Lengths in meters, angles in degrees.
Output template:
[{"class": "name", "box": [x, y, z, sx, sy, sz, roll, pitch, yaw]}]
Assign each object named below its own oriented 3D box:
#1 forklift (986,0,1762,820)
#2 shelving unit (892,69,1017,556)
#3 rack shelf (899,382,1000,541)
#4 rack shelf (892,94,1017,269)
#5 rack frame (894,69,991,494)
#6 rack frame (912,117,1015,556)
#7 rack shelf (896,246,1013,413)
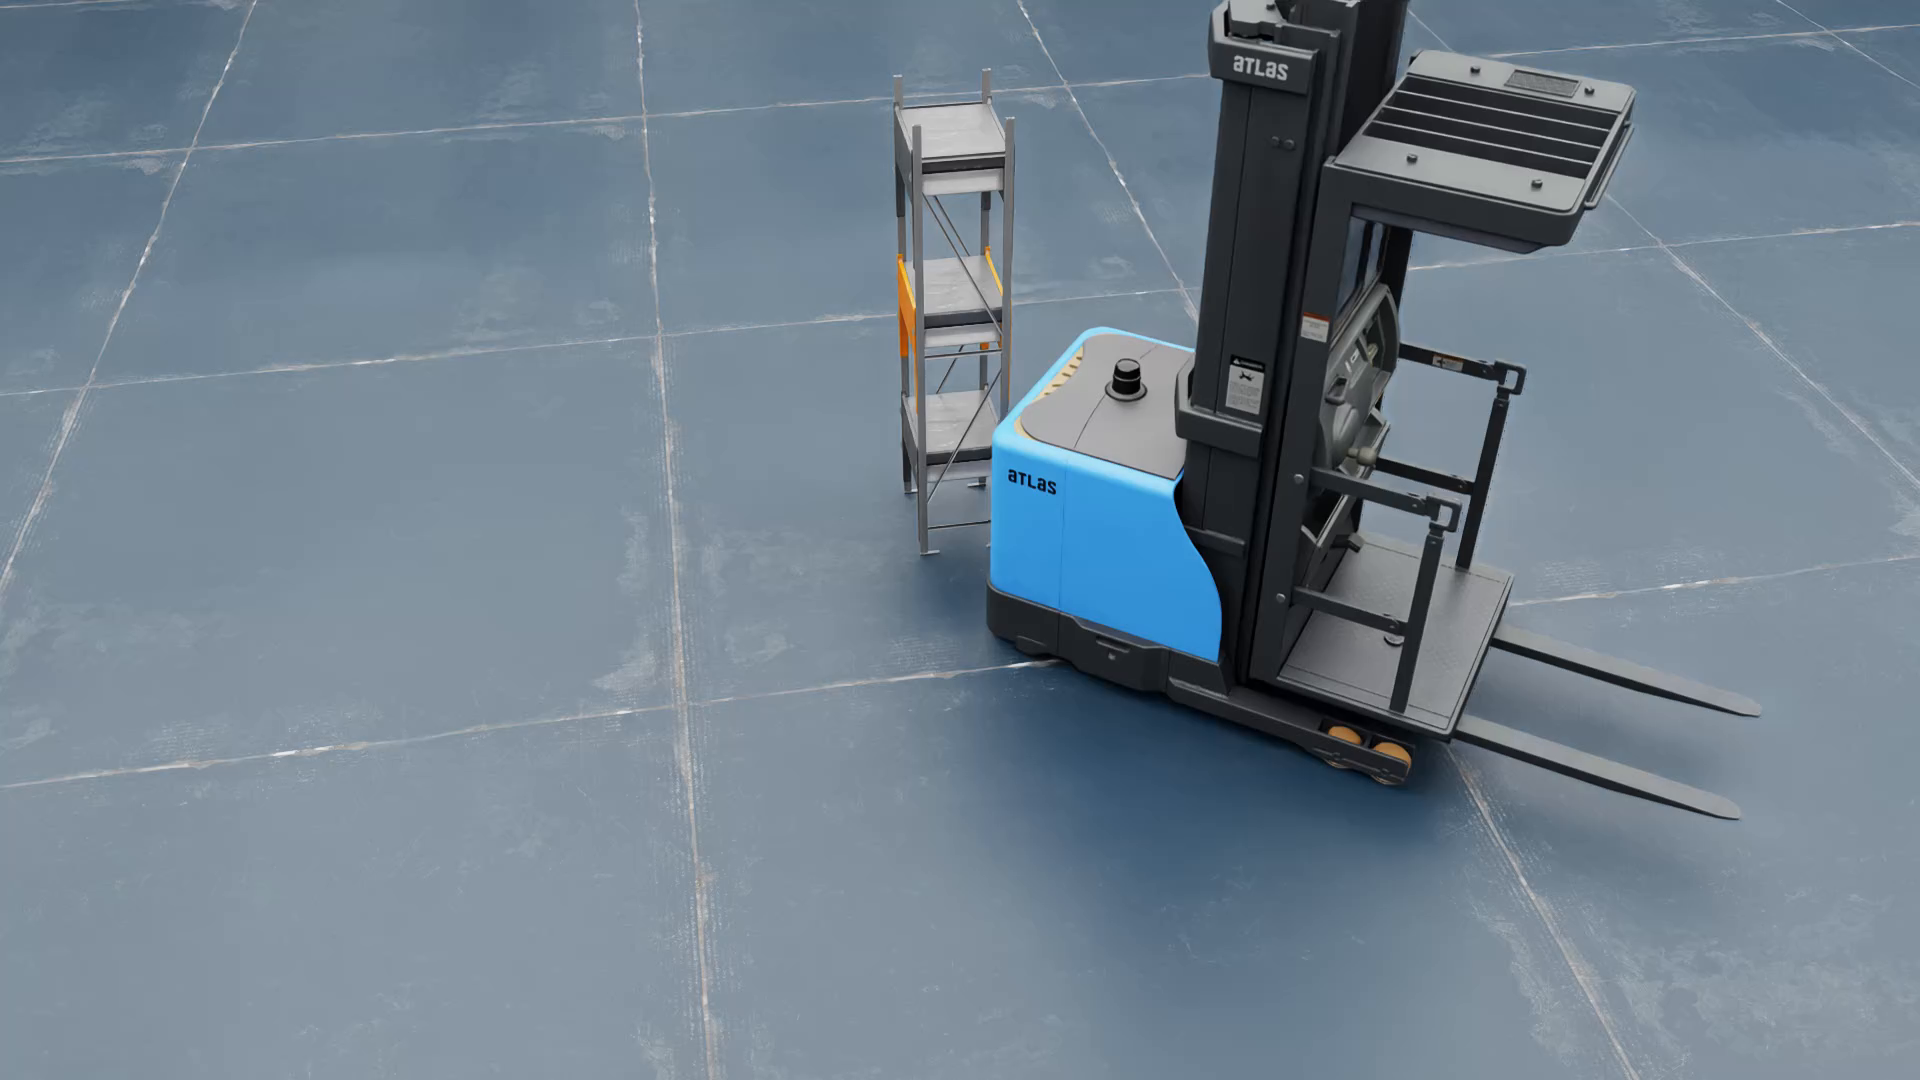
[{"class": "forklift", "box": [1.660, -0.573, 6.098, 3.031, 2.935, 1.130, 18, 41, 21]}, {"class": "shelving unit", "box": [-0.029, -0.929, 7.235, 0.431, 2.100, 0.503, -6, 38, -8]}, {"class": "rack shelf", "box": [-0.029, -0.366, 7.672, 0.431, 0.518, 0.480, -6, 38, -8]}, {"class": "rack shelf", "box": [-0.029, -1.471, 6.813, 0.431, 0.518, 0.480, -6, 38, -8]}, {"class": "rack frame", "box": [-0.072, -1.077, 7.424, 0.400, 2.100, 0.015, -6, 38, -8]}, {"class": "rack frame", "box": [0.014, -0.782, 7.045, 0.400, 2.100, 0.015, -6, 38, -8]}, {"class": "rack shelf", "box": [-0.029, -0.918, 7.243, 0.431, 0.518, 0.480, -6, 38, -8]}]
